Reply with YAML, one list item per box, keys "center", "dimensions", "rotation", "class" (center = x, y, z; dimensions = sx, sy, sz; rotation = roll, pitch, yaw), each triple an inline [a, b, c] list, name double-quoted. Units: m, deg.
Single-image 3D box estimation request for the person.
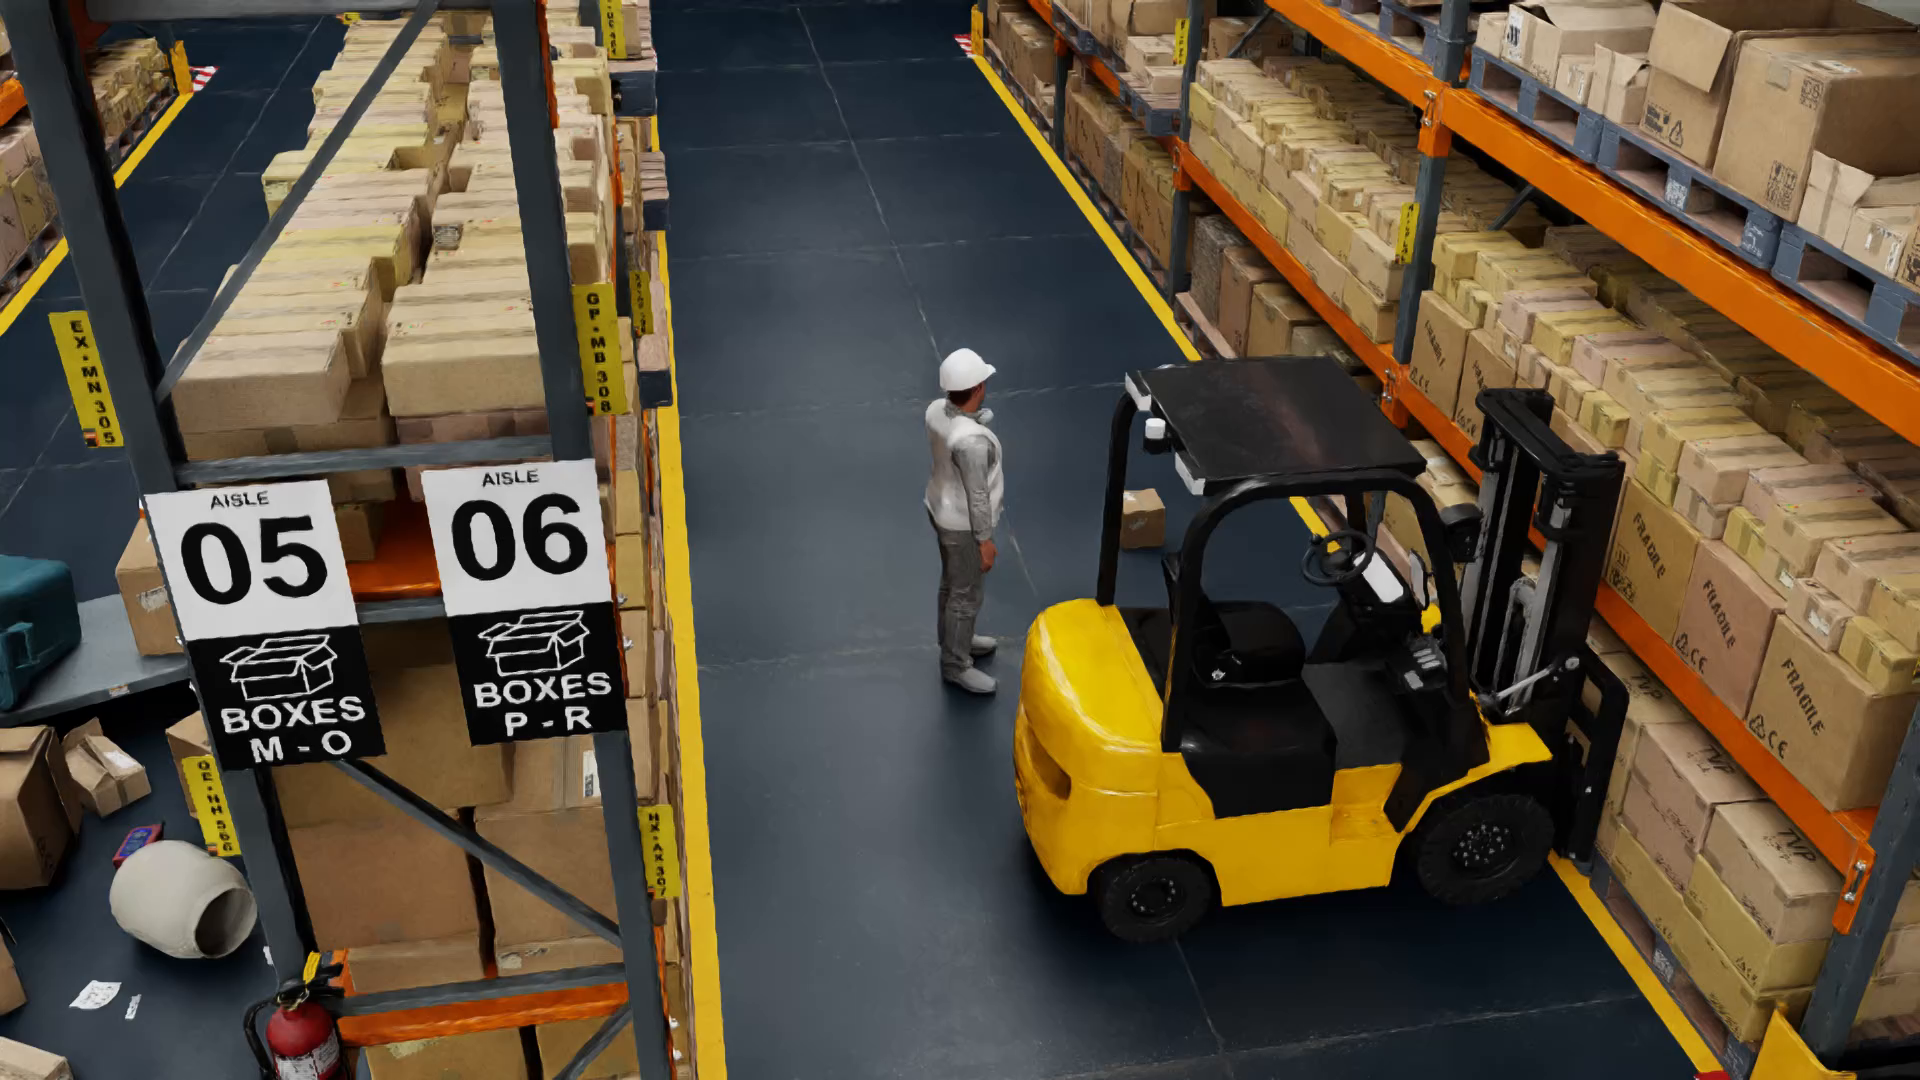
- center: [0.038, -0.119, 8.264]
  dimensions: [0.385, 1.784, 0.591]
  rotation: [-9, 32, -14]
  class: "person"
